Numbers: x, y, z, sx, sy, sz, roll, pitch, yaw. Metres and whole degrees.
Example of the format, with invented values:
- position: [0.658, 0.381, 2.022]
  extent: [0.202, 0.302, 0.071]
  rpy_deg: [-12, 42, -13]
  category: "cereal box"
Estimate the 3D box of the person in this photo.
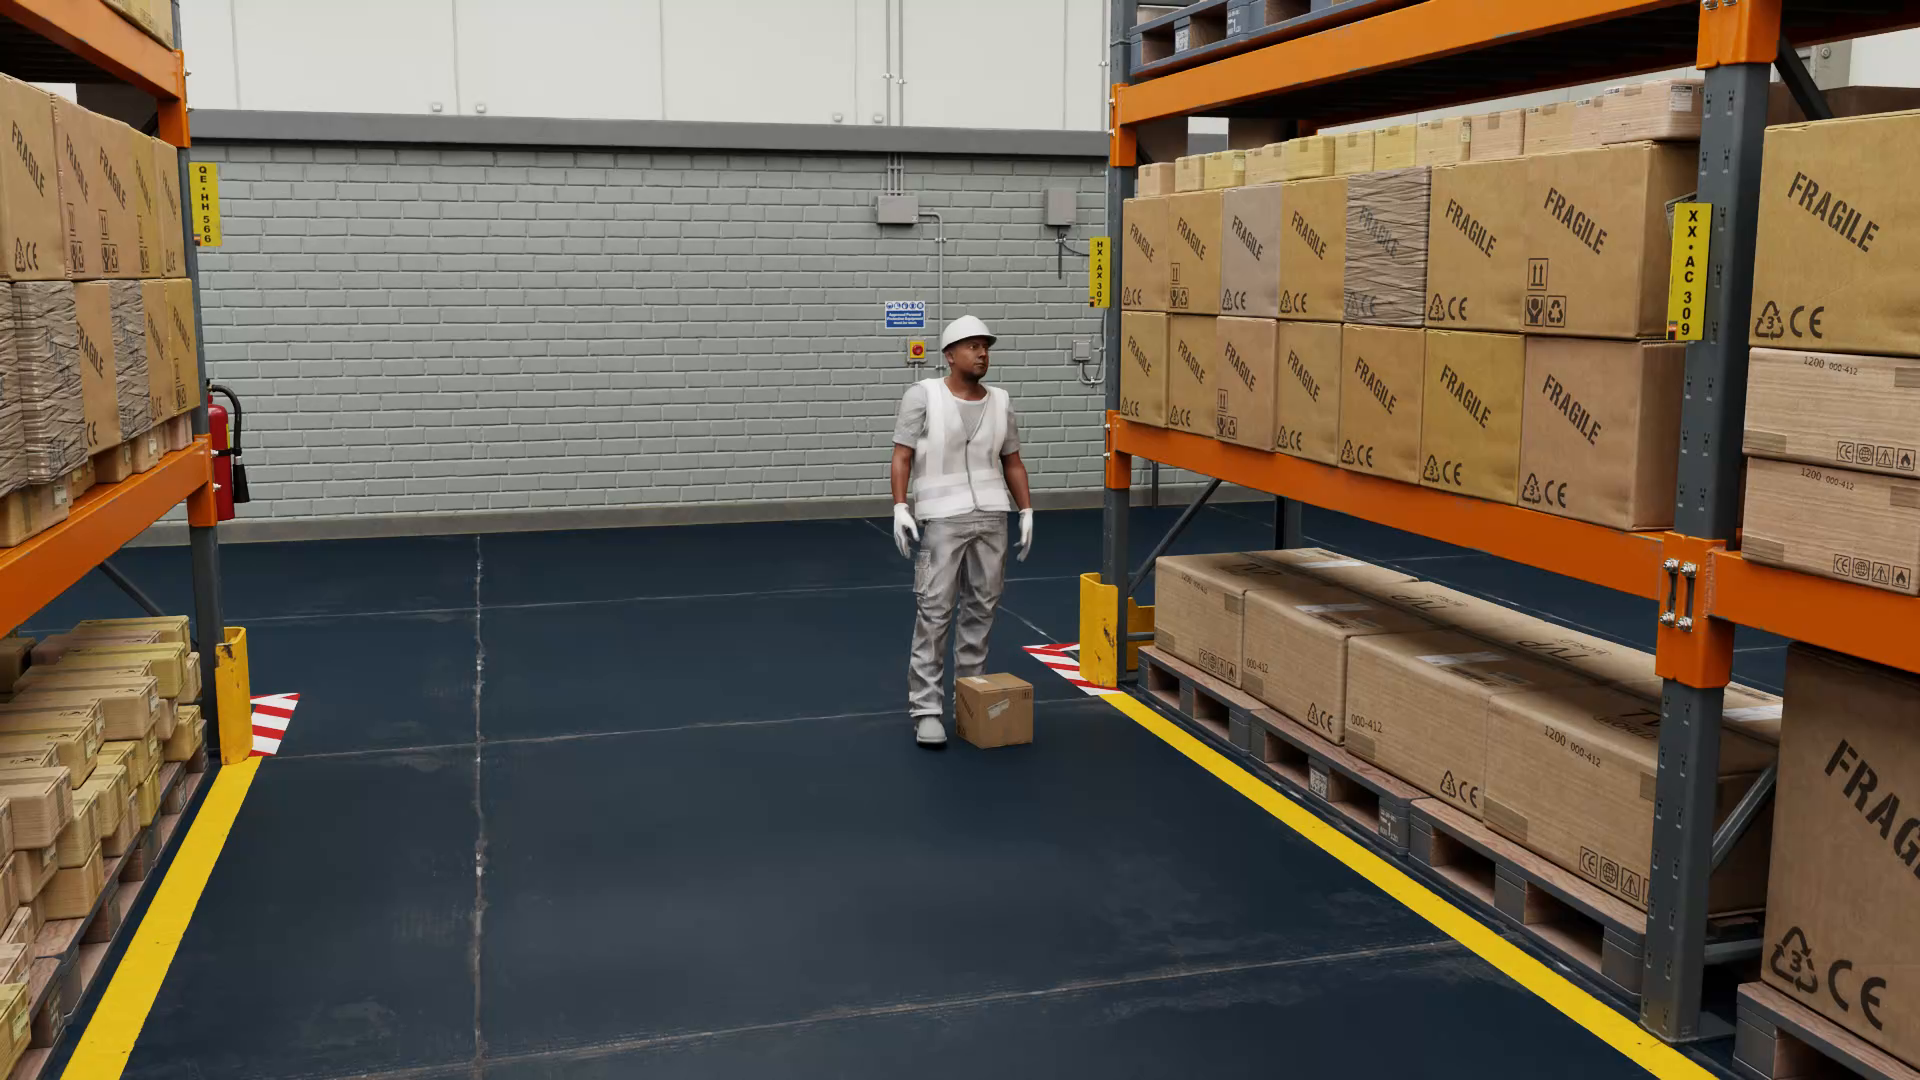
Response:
- position: [0.036, -0.065, 7.151]
  extent: [0.657, 1.783, 0.577]
  rpy_deg: [-4, 10, -23]
  category: "person"
